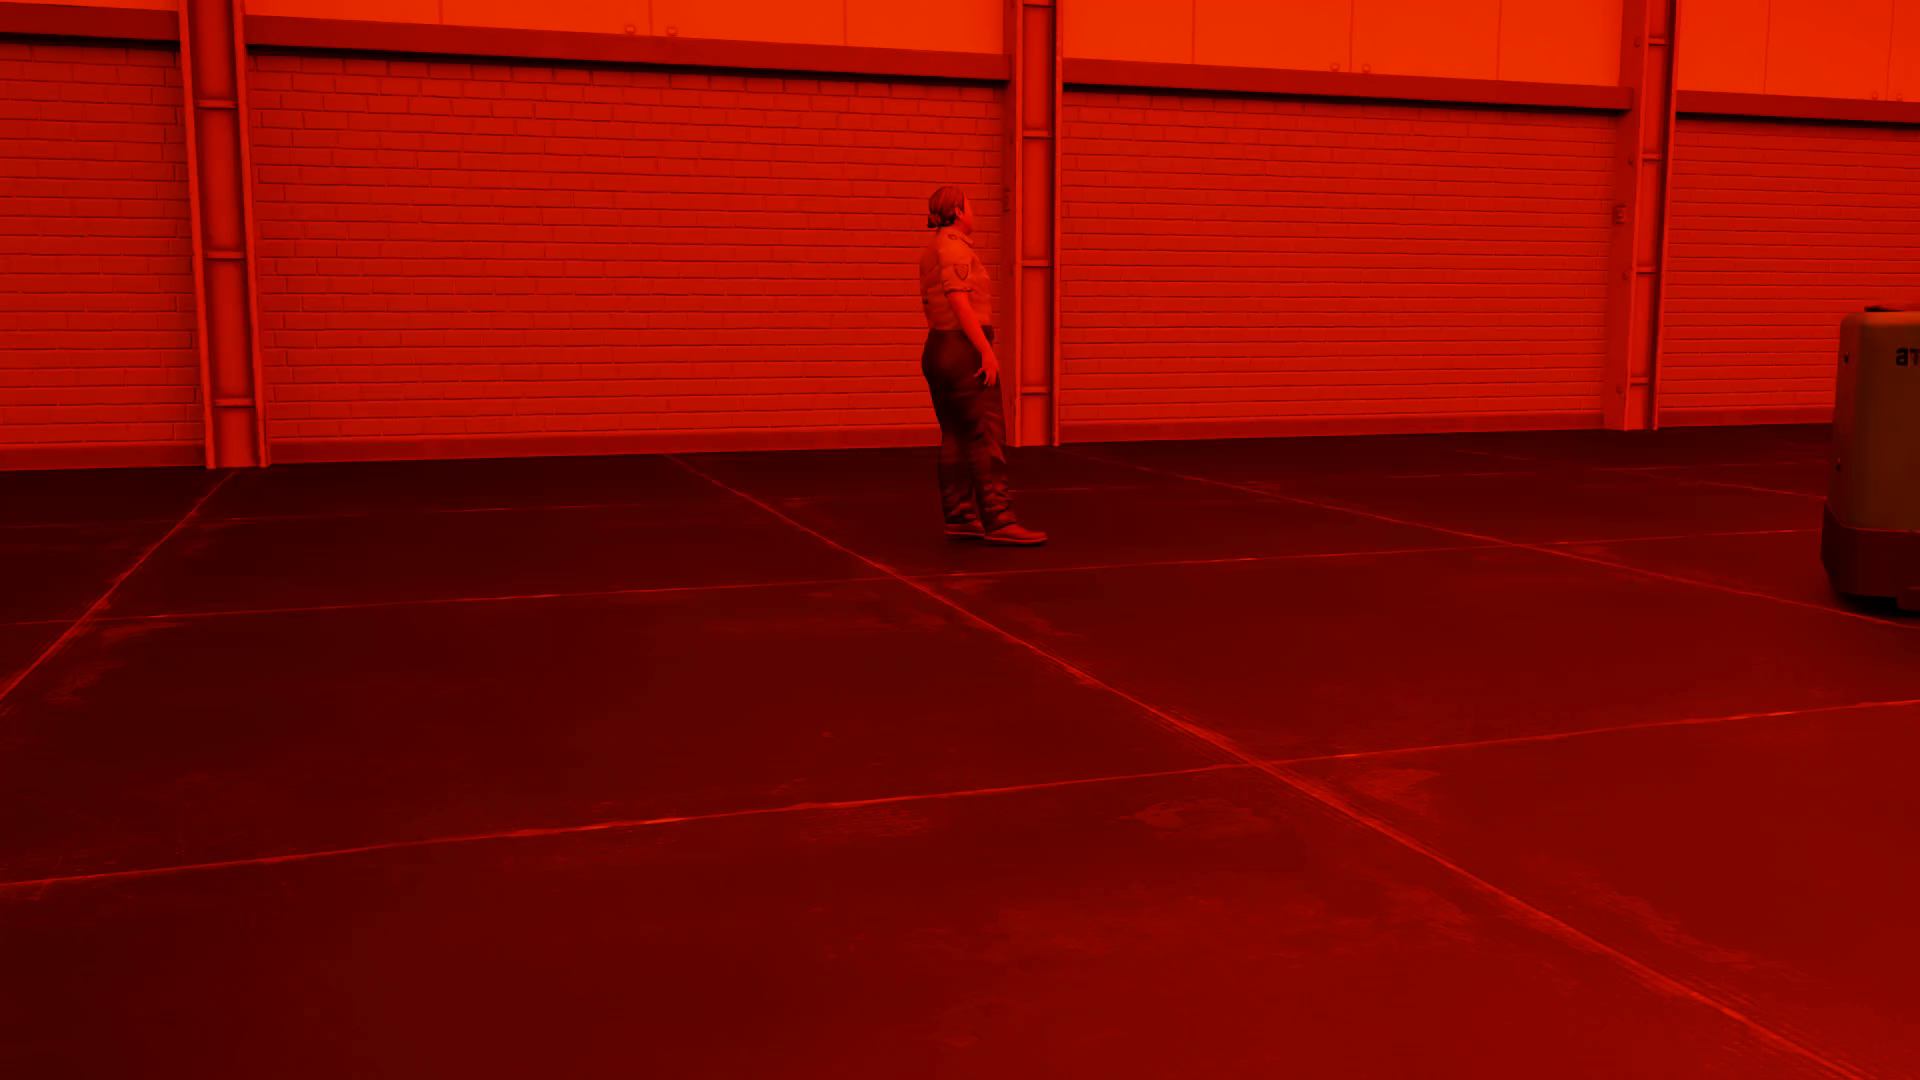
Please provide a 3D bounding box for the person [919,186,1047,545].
[{"bbox_3d":[0.093,-0.819,7.819,0.502,1.641,0.598,-3,8,-18],"label":"person"}]

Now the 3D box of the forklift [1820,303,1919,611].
[{"bbox_3d":[4.744,-1.169,5.639,3.031,2.935,1.130,3,8,23],"label":"forklift"}]
